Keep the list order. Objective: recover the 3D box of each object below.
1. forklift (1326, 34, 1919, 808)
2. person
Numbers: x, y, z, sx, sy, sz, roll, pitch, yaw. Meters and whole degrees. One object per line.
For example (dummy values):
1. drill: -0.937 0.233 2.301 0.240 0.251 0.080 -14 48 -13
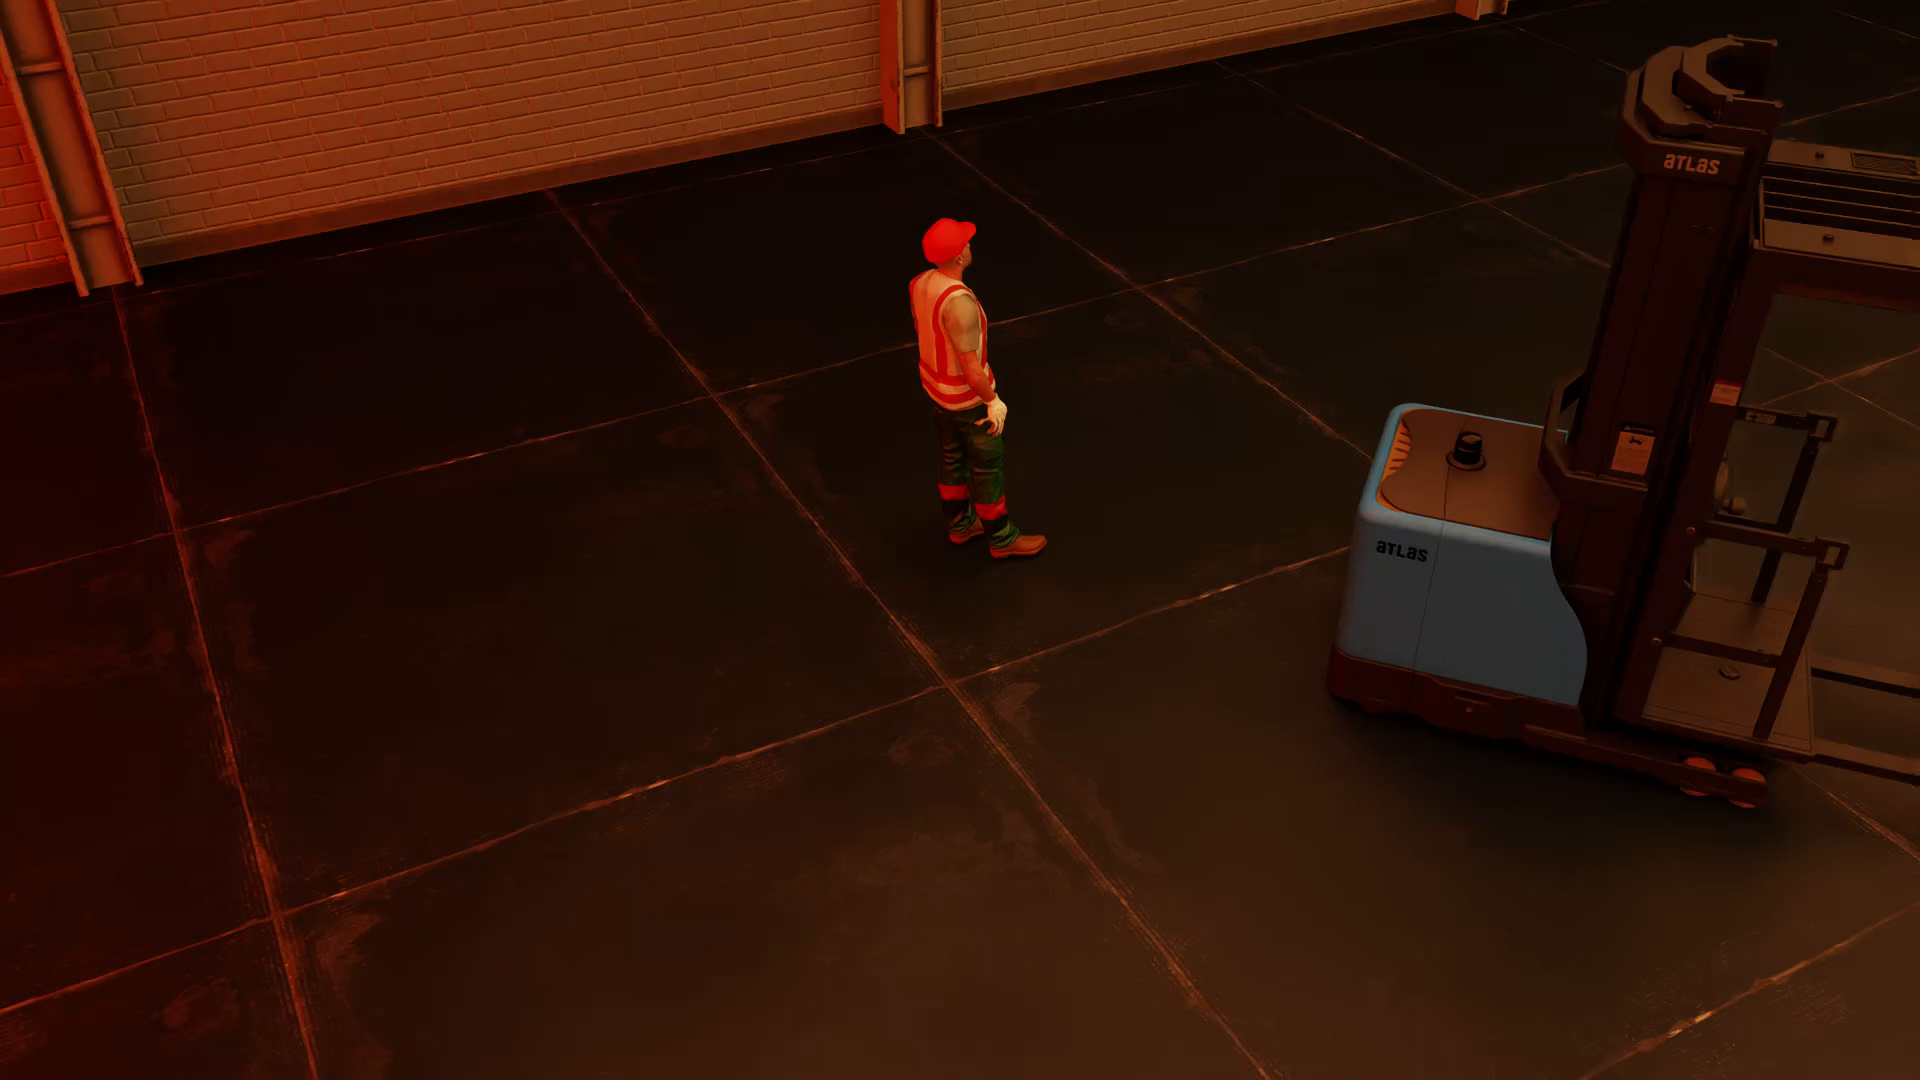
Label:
1. forklift: 3.244 -0.411 6.704 3.031 2.935 1.130 12 37 17
2. person: 0.076 -0.753 8.165 0.562 1.789 0.638 -17 39 -23
